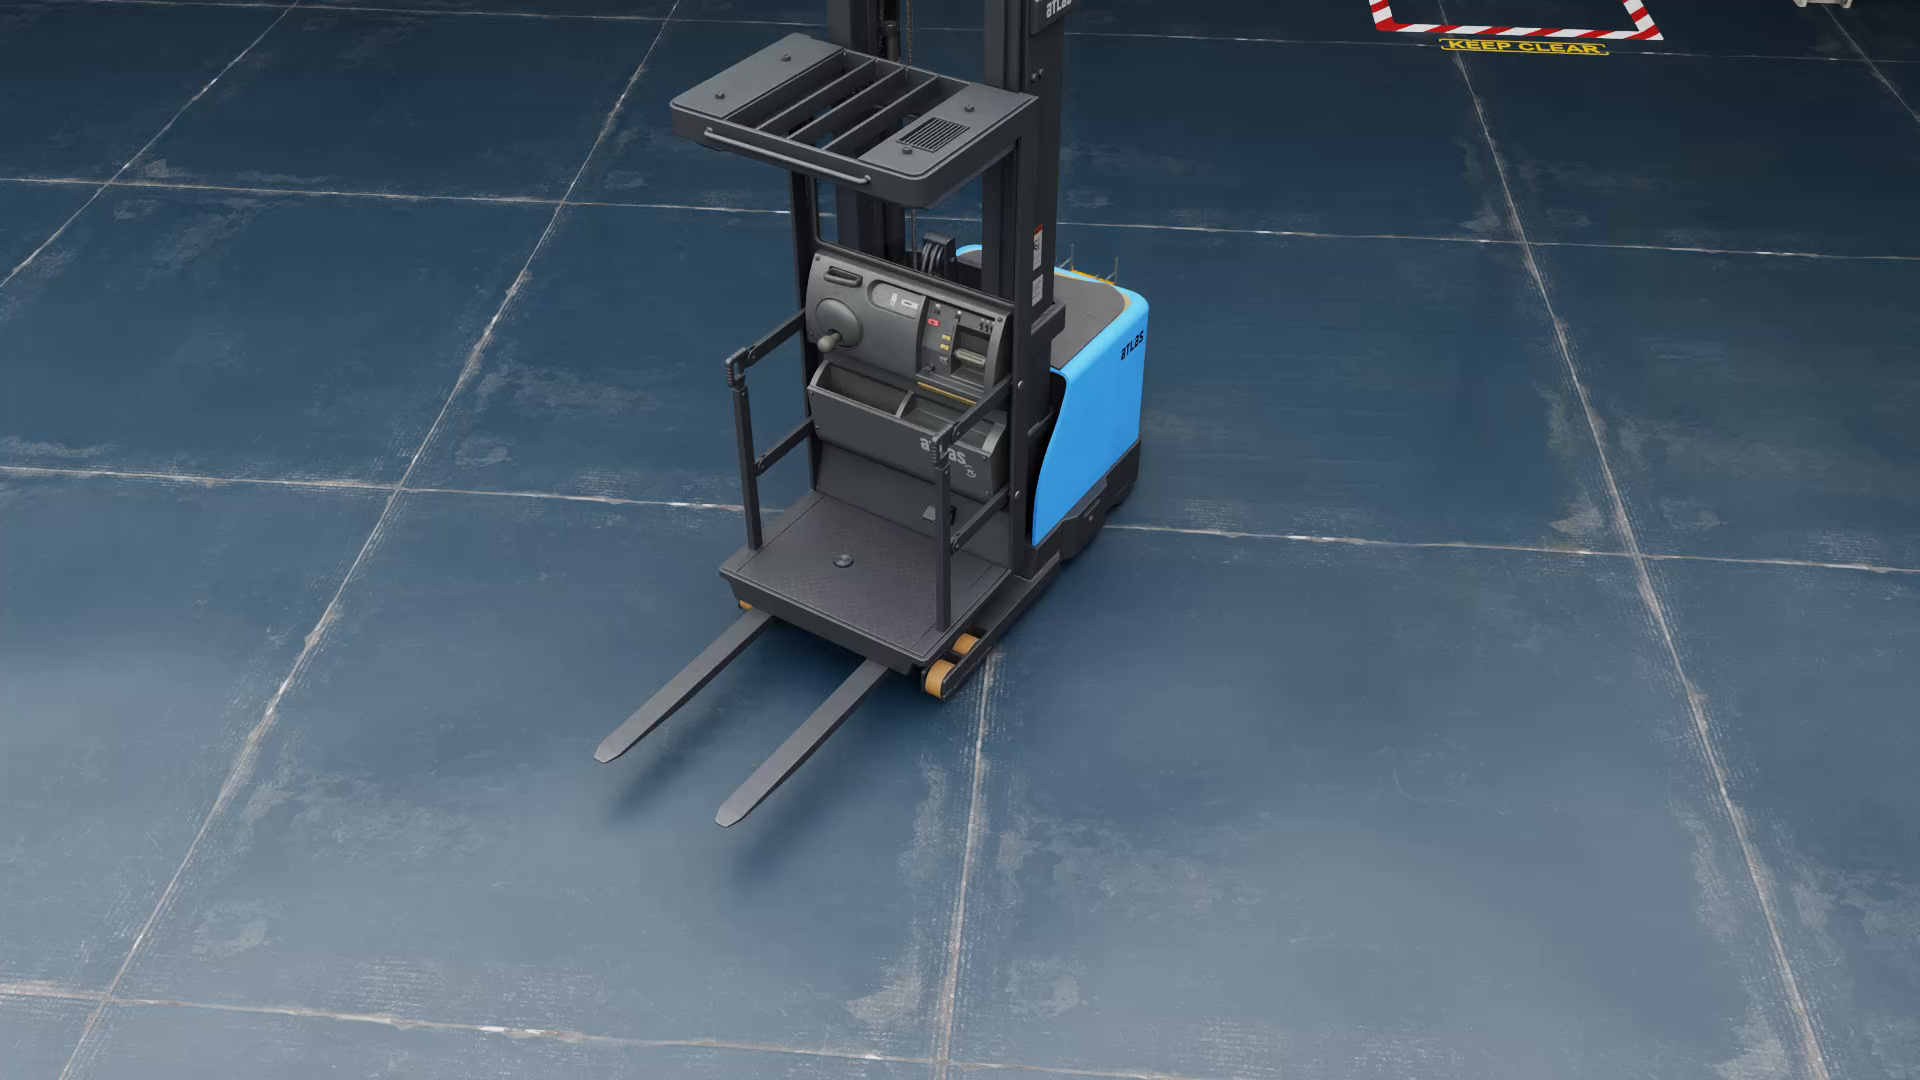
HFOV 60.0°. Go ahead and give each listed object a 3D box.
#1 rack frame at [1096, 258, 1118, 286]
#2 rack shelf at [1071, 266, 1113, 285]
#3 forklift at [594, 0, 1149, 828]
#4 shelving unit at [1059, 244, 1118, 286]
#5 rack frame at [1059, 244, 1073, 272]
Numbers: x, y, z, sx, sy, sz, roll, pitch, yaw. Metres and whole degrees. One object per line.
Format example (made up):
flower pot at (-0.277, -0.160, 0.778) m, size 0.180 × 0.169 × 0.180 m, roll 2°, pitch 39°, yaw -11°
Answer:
rack frame at (0.694, -0.882, 8.172) m, size 0.008 × 1.050 × 0.200 m, roll 22°, pitch 44°, yaw 25°
rack shelf at (0.591, -1.135, 8.051) m, size 0.240 × 0.259 × 0.215 m, roll 22°, pitch 44°, yaw 25°
forklift at (-0.341, -0.802, 6.584) m, size 1.130 × 2.935 × 3.031 m, roll 22°, pitch 44°, yaw 25°
shelving unit at (0.591, -0.923, 8.223) m, size 0.252 × 1.050 × 0.215 m, roll 22°, pitch 44°, yaw 25°
rack frame at (0.489, -0.965, 8.274) m, size 0.008 × 1.050 × 0.200 m, roll 22°, pitch 44°, yaw 25°
